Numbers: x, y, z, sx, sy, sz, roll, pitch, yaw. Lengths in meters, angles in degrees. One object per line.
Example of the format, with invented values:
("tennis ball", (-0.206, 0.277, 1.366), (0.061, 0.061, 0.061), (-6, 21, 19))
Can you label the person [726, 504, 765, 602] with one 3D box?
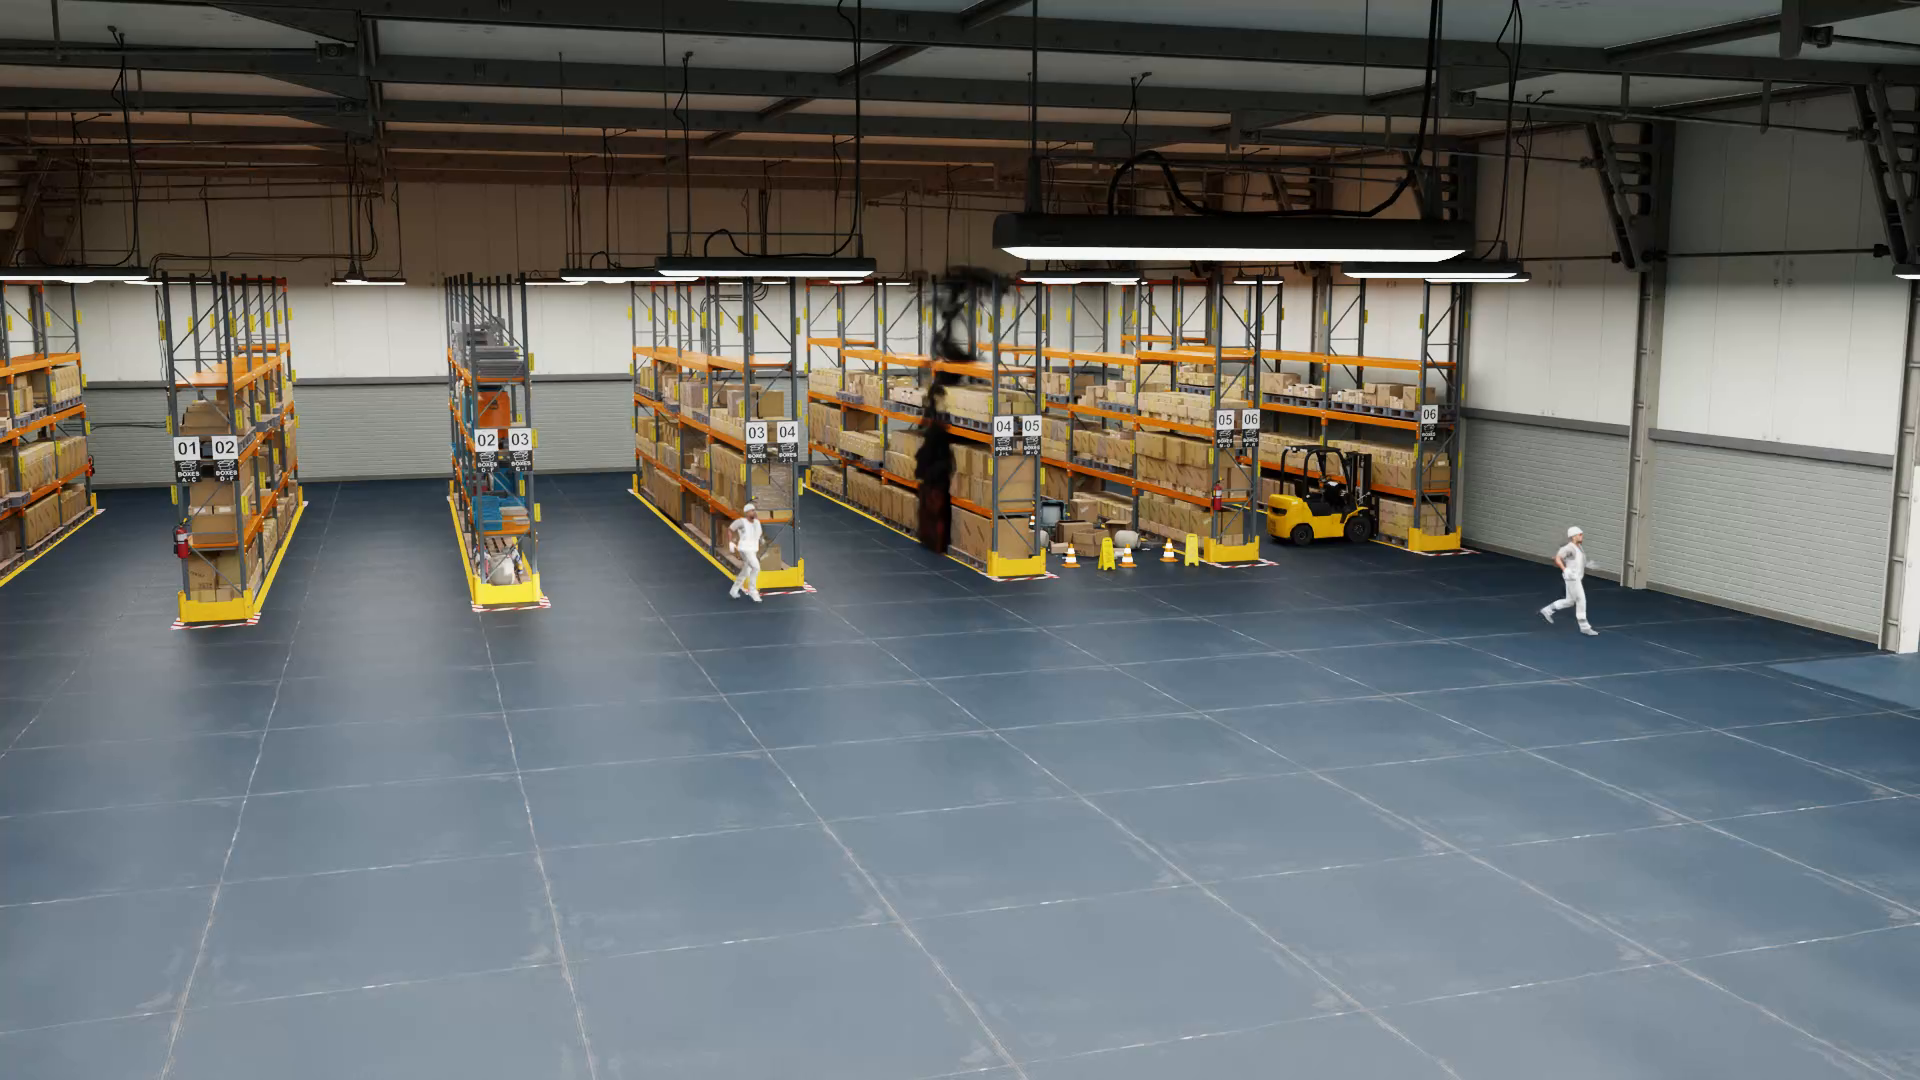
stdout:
("person", (-3.877, 0.221, 30.740), (0.773, 1.759, 0.702), (5, 10, 30))

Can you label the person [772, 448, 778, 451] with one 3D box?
("person", (-5.309, -2.164, 47.002), (0.650, 1.632, 0.546), (-2, 9, -13))

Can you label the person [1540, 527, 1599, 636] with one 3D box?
("person", (10.206, 0.665, 27.748), (0.983, 1.792, 0.656), (5, 10, 32))
